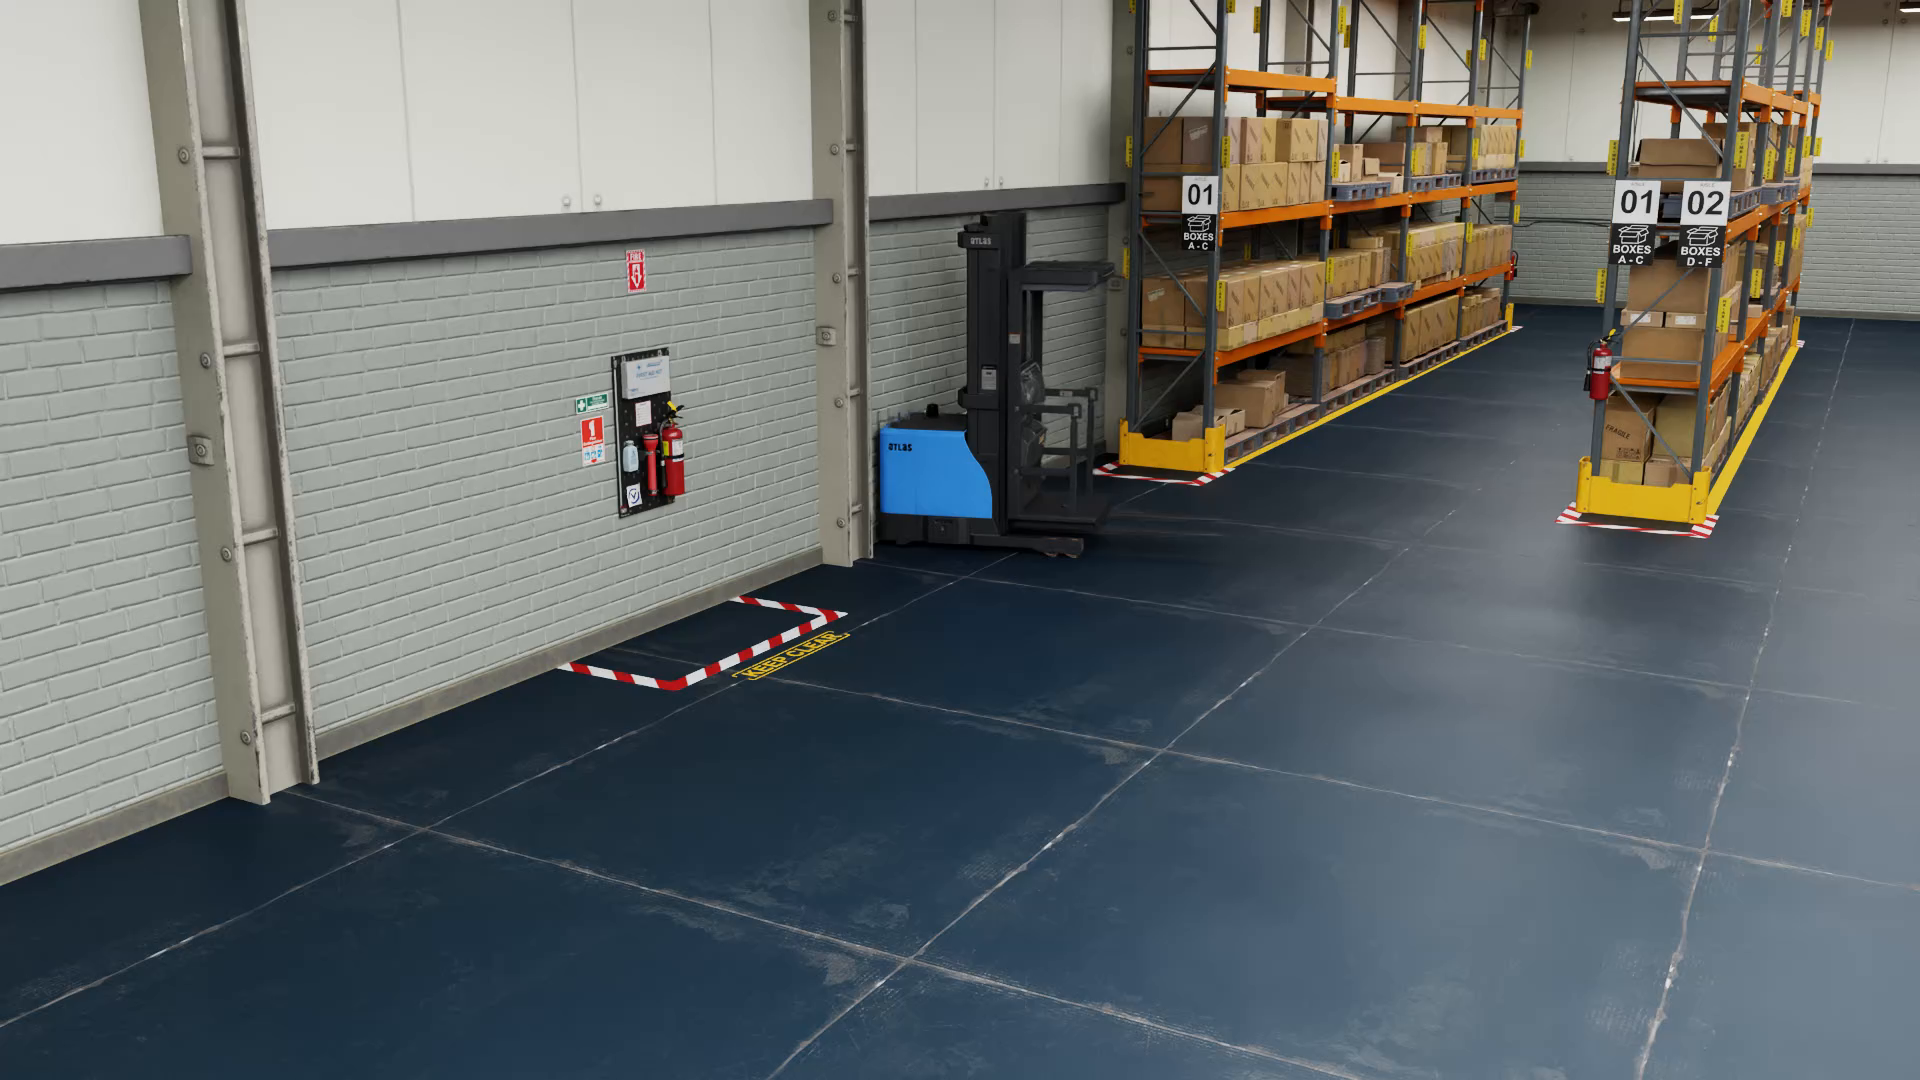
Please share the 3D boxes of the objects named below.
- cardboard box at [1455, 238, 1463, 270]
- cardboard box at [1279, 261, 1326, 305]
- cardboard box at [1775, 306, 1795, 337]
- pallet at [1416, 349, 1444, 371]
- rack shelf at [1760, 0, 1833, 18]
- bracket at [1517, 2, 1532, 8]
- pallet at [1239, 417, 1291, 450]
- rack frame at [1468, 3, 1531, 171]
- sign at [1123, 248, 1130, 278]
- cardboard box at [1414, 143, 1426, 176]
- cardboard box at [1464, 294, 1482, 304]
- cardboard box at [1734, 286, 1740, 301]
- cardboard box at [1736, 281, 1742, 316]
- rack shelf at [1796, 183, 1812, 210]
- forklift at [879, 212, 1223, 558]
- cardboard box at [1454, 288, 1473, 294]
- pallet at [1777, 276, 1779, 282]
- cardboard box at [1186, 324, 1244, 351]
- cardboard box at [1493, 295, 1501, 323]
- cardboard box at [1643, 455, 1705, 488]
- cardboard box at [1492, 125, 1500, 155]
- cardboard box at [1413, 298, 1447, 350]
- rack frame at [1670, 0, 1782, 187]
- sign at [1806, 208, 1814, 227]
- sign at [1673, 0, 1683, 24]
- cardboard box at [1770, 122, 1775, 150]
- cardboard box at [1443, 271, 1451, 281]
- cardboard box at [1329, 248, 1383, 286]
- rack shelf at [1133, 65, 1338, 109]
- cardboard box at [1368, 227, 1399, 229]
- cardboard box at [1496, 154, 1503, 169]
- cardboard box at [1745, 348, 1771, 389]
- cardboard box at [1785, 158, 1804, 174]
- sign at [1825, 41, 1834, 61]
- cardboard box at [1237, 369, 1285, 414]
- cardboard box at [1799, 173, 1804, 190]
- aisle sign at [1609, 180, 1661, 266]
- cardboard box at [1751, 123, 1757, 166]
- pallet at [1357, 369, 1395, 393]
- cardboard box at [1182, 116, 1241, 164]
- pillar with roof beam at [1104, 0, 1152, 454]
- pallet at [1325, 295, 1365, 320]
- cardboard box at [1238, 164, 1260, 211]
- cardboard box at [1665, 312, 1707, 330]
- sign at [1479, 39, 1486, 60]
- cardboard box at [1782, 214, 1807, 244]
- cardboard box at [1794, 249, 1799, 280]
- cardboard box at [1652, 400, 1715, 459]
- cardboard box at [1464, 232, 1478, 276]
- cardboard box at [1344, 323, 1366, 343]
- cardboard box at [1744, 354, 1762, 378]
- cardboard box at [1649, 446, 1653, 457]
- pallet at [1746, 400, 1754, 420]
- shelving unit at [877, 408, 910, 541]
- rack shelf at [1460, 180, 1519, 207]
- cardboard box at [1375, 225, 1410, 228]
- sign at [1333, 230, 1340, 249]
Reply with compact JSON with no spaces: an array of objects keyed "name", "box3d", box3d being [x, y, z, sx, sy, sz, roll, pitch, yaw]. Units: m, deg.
[{"name":"cardboard box","box3d":[8.129,-4.814,27.929,0.500,0.500,0.500,7,15,27]},{"name":"cardboard box","box3d":[4.306,-3.263,21.061,0.500,0.500,0.500,7,15,28]},{"name":"cardboard box","box3d":[14.356,-3.854,29.232,0.500,0.500,0.500,7,15,28]},{"name":"pallet","box3d":[7.236,-2.961,27.082,1.003,0.211,1.213,7,15,28]},{"name":"rack shelf","box3d":[13.436,-8.767,26.858,1.077,0.370,4.000,7,15,28]},{"name":"bracket","box3d":[11.985,-11.284,35.173,0.076,0.066,3.189,7,15,28]},{"name":"pallet","box3d":[3.382,-1.345,20.378,1.003,0.211,1.213,7,15,28]},{"name":"rack frame","box3d":[10.065,-8.472,31.190,1.000,3.000,0.127,7,15,28]},{"name":"sign","box3d":[1.854,-3.056,18.383,0.100,0.325,0.005,7,15,28]},{"name":"cardboard box","box3d":[6.871,-5.968,26.051,0.700,0.500,0.500,8,16,31]},{"name":"cardboard box","box3d":[9.160,-4.338,29.895,0.380,0.149,0.250,7,15,26]},{"name":"cardboard box","box3d":[8.658,-2.817,18.937,0.380,0.149,0.250,7,15,28]},{"name":"cardboard box","box3d":[9.739,-3.056,21.313,0.500,0.500,0.500,6,15,25]},{"name":"rack shelf","box3d":[13.436,-5.693,27.599,1.077,0.370,4.000,7,15,28]},{"name":"forklift","box3d":[0.837,-1.405,14.825,3.031,2.935,1.130,3,14,12]},{"name":"cardboard box","box3d":[9.334,-4.598,30.975,0.380,0.149,0.250,8,15,29]},{"name":"pallet","box3d":[11.988,-3.929,25.558,1.003,0.211,1.213,7,15,28]},{"name":"cardboard box","box3d":[2.844,-2.274,18.559,0.500,0.250,0.500,7,15,26]},{"name":"cardboard box","box3d":[9.814,-4.389,31.495,0.700,0.500,0.500,7,15,28]},{"name":"cardboard box","box3d":[7.123,-0.665,16.577,0.500,0.250,0.500,7,15,28]},{"name":"cardboard box","box3d":[9.199,-7.060,29.345,0.500,0.500,0.500,7,15,28]},{"name":"cardboard box","box3d":[7.504,-3.563,27.320,0.750,0.750,0.750,8,16,30]},{"name":"rack frame","box3d":[8.602,-5.449,18.653,1.000,3.000,0.127,7,15,28]},{"name":"sign","box3d":[14.879,-5.644,29.118,0.100,0.325,0.005,7,15,28]},{"name":"sign","box3d":[8.122,-6.001,18.780,0.100,0.325,0.005,7,15,28]},{"name":"cardboard box","box3d":[10.999,-5.540,23.082,0.500,0.500,0.500,7,15,28]},{"name":"cardboard box","box3d":[7.874,-4.358,27.418,0.380,0.149,0.250,7,15,28]},{"name":"cardboard box","box3d":[5.733,-3.961,24.129,0.700,0.500,0.500,6,15,23]},{"name":"rack shelf","box3d":[3.297,-5.248,19.361,1.077,0.370,4.000,7,15,28]},{"name":"cardboard box","box3d":[6.694,-4.815,26.331,0.500,0.250,0.500,7,15,27]},{"name":"cardboard box","box3d":[9.446,-6.799,29.862,0.500,0.250,0.500,7,15,26]},{"name":"cardboard box","box3d":[11.006,-2.413,23.255,0.500,0.500,0.500,8,16,30]},{"name":"cardboard box","box3d":[12.922,-5.874,26.069,0.500,0.250,0.500,7,15,28]},{"name":"sign","box3d":[14.879,-8.375,28.459,0.100,0.325,0.005,7,15,28]},{"name":"cardboard box","box3d":[3.797,-1.875,21.021,0.500,0.500,0.500,6,15,24]},{"name":"cardboard box","box3d":[13.167,-5.733,26.552,0.500,0.250,0.500,7,15,28]},{"name":"aisle sign","box3d":[6.380,-2.996,15.730,0.394,0.787,0.004,7,15,28]},{"name":"cardboard box","box3d":[9.190,-4.729,19.887,0.500,0.500,0.500,9,16,33]},{"name":"pallet","box3d":[5.819,-2.398,24.748,1.003,0.211,1.213,7,15,28]},{"name":"cardboard box","box3d":[2.729,-4.327,18.008,0.500,0.500,0.500,6,15,24]},{"name":"pillar with roof beam","box3d":[5.680,-4.943,16.553,9.100,9.000,0.400,7,15,28]},{"name":"pallet","box3d":[4.761,-3.141,22.286,1.003,0.211,1.213,7,15,28]},{"name":"cardboard box","box3d":[3.002,-3.936,18.519,0.500,0.500,0.500,9,16,32]},{"name":"cardboard box","box3d":[7.047,-2.132,16.098,0.380,0.149,0.250,7,15,28]},{"name":"sign","box3d":[8.612,-8.085,27.423,0.100,0.325,0.005,7,15,28]},{"name":"cardboard box","box3d":[14.429,-5.407,28.932,0.500,0.500,0.500,7,15,28]},{"name":"cardboard box","box3d":[13.688,-4.609,27.754,0.500,0.500,0.500,7,15,27]},{"name":"cardboard box","box3d":[7.363,-1.132,16.916,0.500,0.500,0.500,7,15,28]},{"name":"cardboard box","box3d":[8.408,-4.990,28.908,0.980,0.700,0.700,8,16,29]},{"name":"cardboard box","box3d":[5.565,-3.014,24.146,0.500,0.250,0.500,8,16,29]},{"name":"cardboard box","box3d":[10.498,-2.358,22.406,0.500,0.311,0.500,8,16,30]},{"name":"cardboard box","box3d":[6.900,-0.827,17.252,0.500,0.250,0.500,7,15,28]},{"name":"pallet","box3d":[10.104,-1.834,22.405,1.003,0.211,1.213,7,15,28]},{"name":"shelving unit","box3d":[-0.585,-0.587,15.129,0.258,1.200,0.189,5,15,26]},{"name":"rack shelf","box3d":[9.098,-6.254,29.924,1.077,0.370,4.000,7,15,28]},{"name":"cardboard box","box3d":[6.940,-4.919,26.764,0.500,0.250,0.500,7,15,27]},{"name":"sign","box3d":[5.710,-4.539,25.208,0.100,0.325,0.005,7,15,28]}]
